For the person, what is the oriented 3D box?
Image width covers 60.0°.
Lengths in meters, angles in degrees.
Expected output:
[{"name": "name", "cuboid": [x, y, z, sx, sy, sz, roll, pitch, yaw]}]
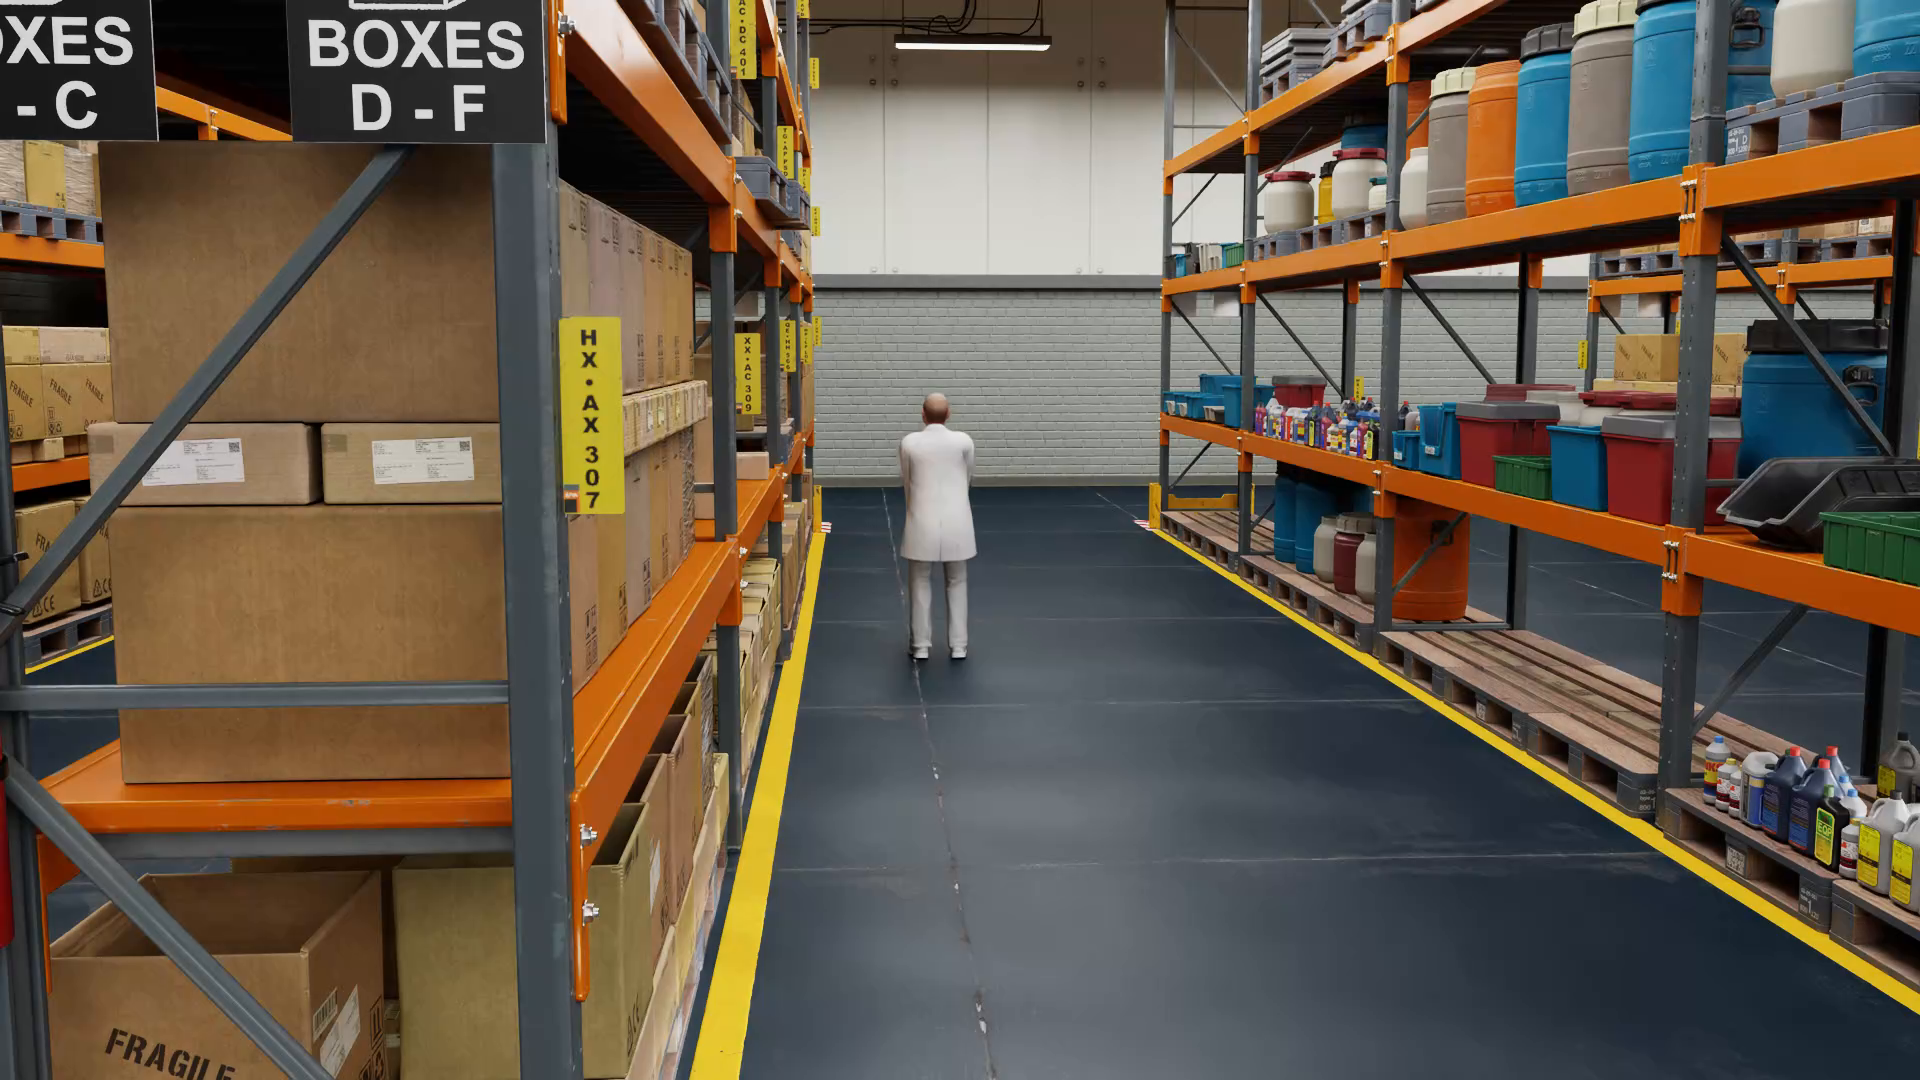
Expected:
[{"name": "person", "cuboid": [-0.157, -0.108, 11.235, 0.526, 1.780, 0.556, -1, 7, -4]}]
